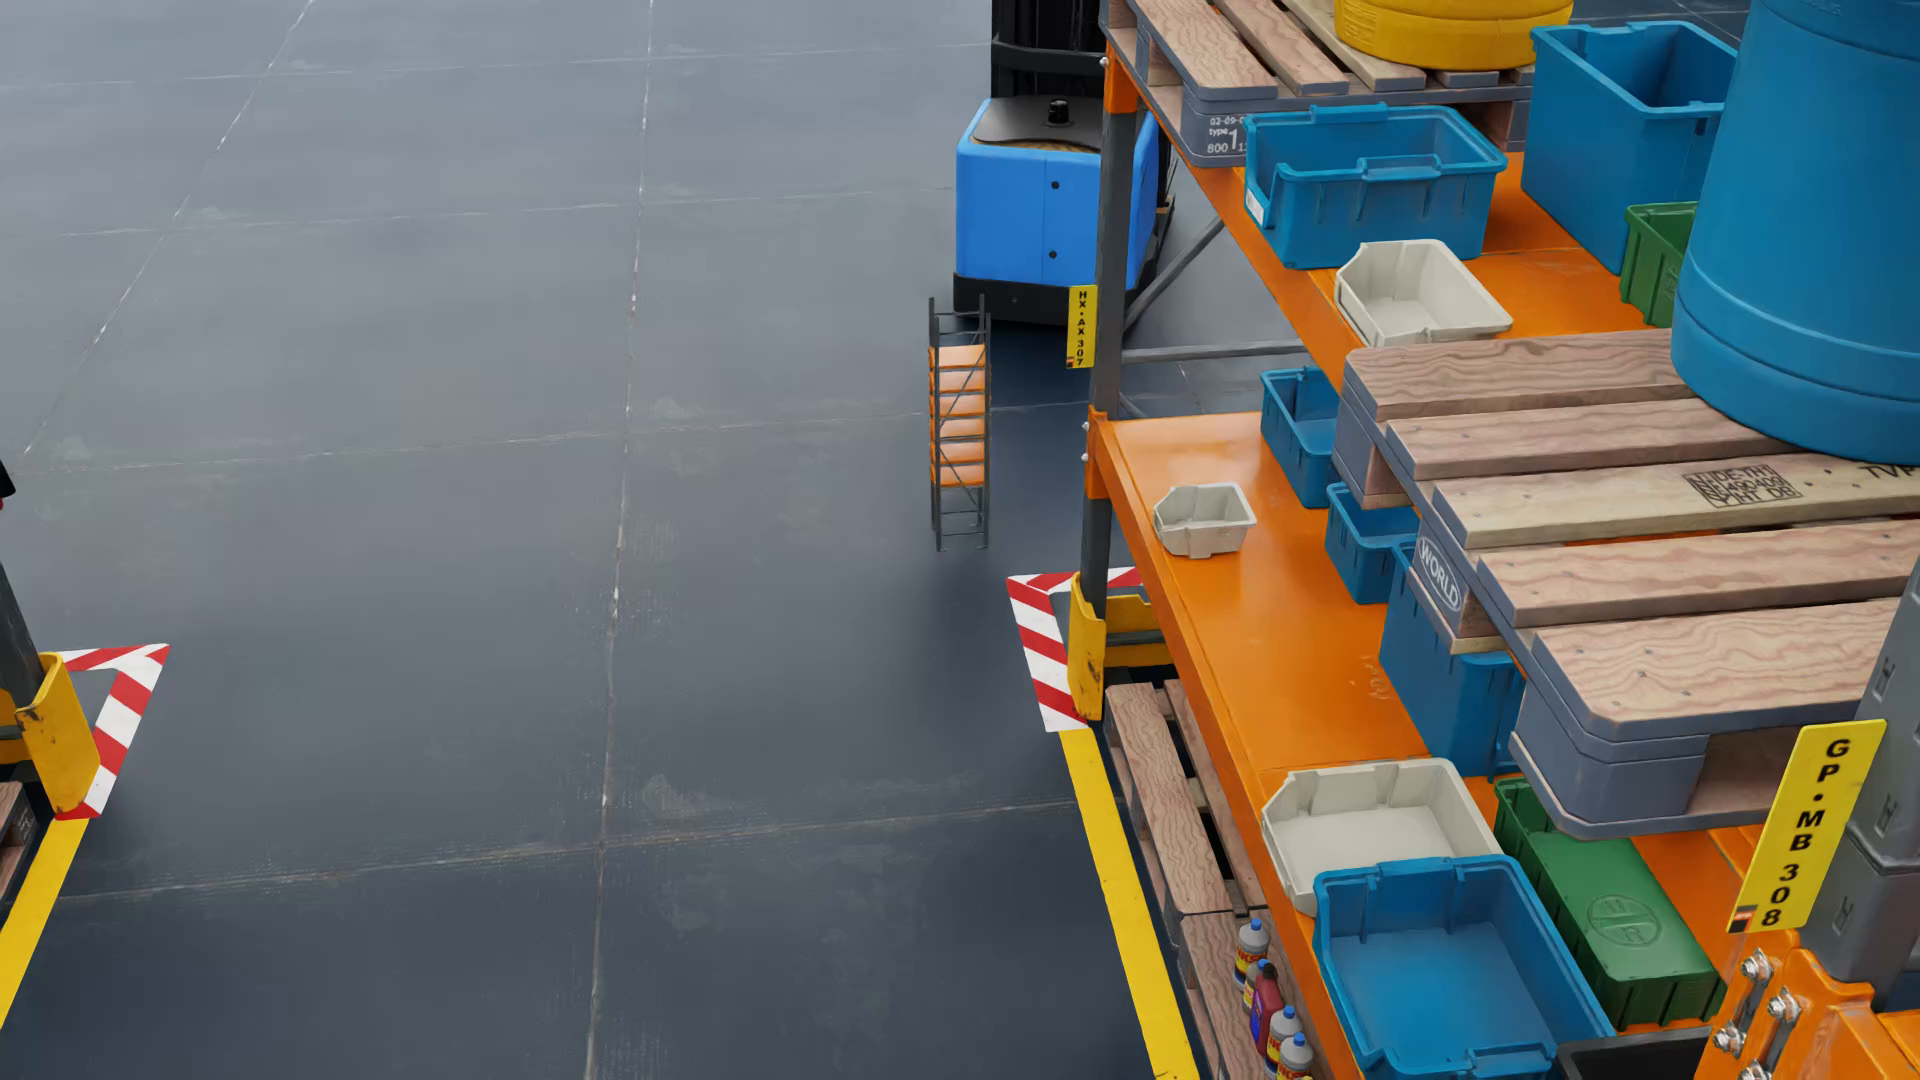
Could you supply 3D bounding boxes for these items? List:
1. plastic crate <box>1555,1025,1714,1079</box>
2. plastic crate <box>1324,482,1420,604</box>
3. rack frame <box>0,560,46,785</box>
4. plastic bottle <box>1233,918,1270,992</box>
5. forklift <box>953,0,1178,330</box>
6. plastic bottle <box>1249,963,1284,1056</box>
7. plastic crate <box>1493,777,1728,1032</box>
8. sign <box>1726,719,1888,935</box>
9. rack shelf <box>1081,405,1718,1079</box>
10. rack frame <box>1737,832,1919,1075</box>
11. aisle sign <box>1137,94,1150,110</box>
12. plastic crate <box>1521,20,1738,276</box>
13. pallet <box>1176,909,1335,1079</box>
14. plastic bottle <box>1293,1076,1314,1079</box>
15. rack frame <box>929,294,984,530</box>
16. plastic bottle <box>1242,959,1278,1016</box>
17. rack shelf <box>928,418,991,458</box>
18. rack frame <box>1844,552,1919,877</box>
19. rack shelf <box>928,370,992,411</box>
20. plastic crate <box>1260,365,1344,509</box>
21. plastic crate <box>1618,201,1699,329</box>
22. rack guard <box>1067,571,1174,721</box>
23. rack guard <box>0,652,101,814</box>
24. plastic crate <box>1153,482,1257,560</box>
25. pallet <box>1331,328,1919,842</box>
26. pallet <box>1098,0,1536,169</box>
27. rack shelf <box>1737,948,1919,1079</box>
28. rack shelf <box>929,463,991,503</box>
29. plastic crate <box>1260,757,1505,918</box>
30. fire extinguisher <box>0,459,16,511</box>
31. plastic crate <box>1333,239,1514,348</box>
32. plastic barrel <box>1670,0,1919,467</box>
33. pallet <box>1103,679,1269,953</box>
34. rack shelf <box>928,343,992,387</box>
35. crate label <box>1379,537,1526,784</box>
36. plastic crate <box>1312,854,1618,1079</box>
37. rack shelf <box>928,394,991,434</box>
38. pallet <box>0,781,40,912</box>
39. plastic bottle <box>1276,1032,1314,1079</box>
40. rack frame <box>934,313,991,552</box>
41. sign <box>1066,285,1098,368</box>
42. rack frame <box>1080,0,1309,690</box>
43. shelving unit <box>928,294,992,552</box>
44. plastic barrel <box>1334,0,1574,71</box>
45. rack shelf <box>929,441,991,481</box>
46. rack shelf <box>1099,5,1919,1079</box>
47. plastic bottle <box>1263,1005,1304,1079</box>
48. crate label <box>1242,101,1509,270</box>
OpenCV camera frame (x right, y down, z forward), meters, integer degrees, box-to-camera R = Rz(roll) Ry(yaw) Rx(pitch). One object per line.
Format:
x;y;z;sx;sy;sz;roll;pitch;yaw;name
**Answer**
1.576;1.268;3.280;0.767;0.338;0.504;-4;35;-6;plastic crate
1.428;-0.007;5.228;0.499;0.251;0.408;-4;35;-6;plastic crate
-3.925;-0.313;5.545;1.000;3.000;0.127;-4;35;-6;rack frame
0.918;1.293;5.221;0.097;0.271;0.097;0;34;0;plastic bottle
0.780;-3.208;9.855;1.130;2.935;3.031;7;35;10;forklift
0.930;1.416;5.030;0.061;0.283;0.133;-4;34;-6;plastic bottle
1.618;0.853;4.023;0.450;0.188;0.662;-4;35;-6;plastic crate
0.974;0.337;1.921;0.100;0.325;0.005;-4;35;-6;sign
1.252;0.726;4.660;1.077;0.370;4.000;-4;35;-6;rack shelf
1.521;1.544;2.820;1.000;3.000;0.127;-4;35;-6;rack frame
0.683;-1.780;5.390;0.394;0.787;0.004;-4;35;-6;aisle sign
1.537;-0.879;3.727;0.392;0.384;0.575;-4;35;-6;plastic crate
1.304;1.637;5.161;1.003;0.211;1.213;-4;35;-6;pallet
0.991;1.625;4.797;0.097;0.201;0.097;0;34;0;plastic bottle
-0.014;-0.555;7.499;0.240;1.200;0.006;-4;35;-6;rack frame
0.932;1.380;5.156;0.097;0.201;0.097;0;34;0;plastic bottle
-0.002;-0.467;7.449;0.258;0.103;0.180;-4;35;-6;rack shelf
1.521;-0.935;1.131;1.000;3.000;0.127;-4;35;-6;rack frame
-0.002;-0.665;7.314;0.258;0.103;0.180;-4;35;-6;rack shelf
1.346;-0.370;5.761;0.499;0.251;0.616;-4;35;-6;plastic crate
1.578;-0.509;3.357;0.336;0.188;0.450;-4;35;-6;plastic crate
1.039;0.384;6.742;1.175;0.500;0.348;-4;35;-6;rack guard
-3.915;0.763;6.187;1.175;0.500;0.348;-4;35;-6;rack guard
0.784;-0.055;5.401;0.298;0.136;0.250;-4;35;-6;plastic crate
1.327;-0.012;2.609;1.213;0.211;1.003;-4;35;-6;pallet
0.997;-1.380;4.616;1.003;0.211;1.213;-4;35;-6;pallet
1.790;1.718;0.540;1.077;0.370;4.000;-4;35;-6;rack shelf
-0.002;-0.269;7.584;0.258;0.103;0.180;-4;35;-6;rack shelf
1.051;0.766;4.196;0.530;0.136;0.437;-4;35;-6;plastic crate
-3.484;-0.379;5.712;0.296;0.674;0.183;-4;35;-6;fire extinguisher
0.904;-0.451;3.319;0.243;0.136;0.396;-4;35;-6;plastic crate
1.493;-0.639;2.543;0.600;0.901;0.708;-4;35;-6;plastic barrel
1.143;0.957;6.158;1.003;0.211;1.213;-4;35;-6;pallet
-0.002;-0.765;7.246;0.258;0.103;0.180;-4;35;-6;rack shelf
1.498;0.304;4.608;0.502;0.435;0.616;-4;35;-6;crate label
1.103;1.009;3.738;0.499;0.251;0.616;-4;35;-6;plastic crate
-0.002;-0.566;7.381;0.258;0.103;0.180;-4;35;-6;rack shelf
-3.841;1.338;5.599;1.003;0.211;1.213;-4;35;-6;pallet
0.977;1.540;4.858;0.097;0.271;0.097;0;34;0;plastic bottle
0.010;-0.453;7.349;0.240;1.200;0.006;-4;35;-6;rack frame
0.437;-0.763;5.960;0.100;0.325;0.005;-4;35;-6;sign
0.983;-0.688;6.096;1.000;3.000;0.127;-4;35;-6;rack frame
-0.002;-0.504;7.424;0.258;1.200;0.189;-4;35;-6;shelving unit
1.262;-1.552;4.160;0.600;0.588;0.600;0;34;0;plastic barrel
-0.002;-0.368;7.517;0.258;0.103;0.180;-4;35;-6;rack shelf
1.252;-0.514;3.816;1.077;0.370;4.000;-4;35;-6;rack shelf
0.964;1.485;4.940;0.097;0.271;0.097;0;34;0;plastic bottle
0.907;-0.796;3.723;0.502;0.251;0.408;-4;35;-6;crate label
